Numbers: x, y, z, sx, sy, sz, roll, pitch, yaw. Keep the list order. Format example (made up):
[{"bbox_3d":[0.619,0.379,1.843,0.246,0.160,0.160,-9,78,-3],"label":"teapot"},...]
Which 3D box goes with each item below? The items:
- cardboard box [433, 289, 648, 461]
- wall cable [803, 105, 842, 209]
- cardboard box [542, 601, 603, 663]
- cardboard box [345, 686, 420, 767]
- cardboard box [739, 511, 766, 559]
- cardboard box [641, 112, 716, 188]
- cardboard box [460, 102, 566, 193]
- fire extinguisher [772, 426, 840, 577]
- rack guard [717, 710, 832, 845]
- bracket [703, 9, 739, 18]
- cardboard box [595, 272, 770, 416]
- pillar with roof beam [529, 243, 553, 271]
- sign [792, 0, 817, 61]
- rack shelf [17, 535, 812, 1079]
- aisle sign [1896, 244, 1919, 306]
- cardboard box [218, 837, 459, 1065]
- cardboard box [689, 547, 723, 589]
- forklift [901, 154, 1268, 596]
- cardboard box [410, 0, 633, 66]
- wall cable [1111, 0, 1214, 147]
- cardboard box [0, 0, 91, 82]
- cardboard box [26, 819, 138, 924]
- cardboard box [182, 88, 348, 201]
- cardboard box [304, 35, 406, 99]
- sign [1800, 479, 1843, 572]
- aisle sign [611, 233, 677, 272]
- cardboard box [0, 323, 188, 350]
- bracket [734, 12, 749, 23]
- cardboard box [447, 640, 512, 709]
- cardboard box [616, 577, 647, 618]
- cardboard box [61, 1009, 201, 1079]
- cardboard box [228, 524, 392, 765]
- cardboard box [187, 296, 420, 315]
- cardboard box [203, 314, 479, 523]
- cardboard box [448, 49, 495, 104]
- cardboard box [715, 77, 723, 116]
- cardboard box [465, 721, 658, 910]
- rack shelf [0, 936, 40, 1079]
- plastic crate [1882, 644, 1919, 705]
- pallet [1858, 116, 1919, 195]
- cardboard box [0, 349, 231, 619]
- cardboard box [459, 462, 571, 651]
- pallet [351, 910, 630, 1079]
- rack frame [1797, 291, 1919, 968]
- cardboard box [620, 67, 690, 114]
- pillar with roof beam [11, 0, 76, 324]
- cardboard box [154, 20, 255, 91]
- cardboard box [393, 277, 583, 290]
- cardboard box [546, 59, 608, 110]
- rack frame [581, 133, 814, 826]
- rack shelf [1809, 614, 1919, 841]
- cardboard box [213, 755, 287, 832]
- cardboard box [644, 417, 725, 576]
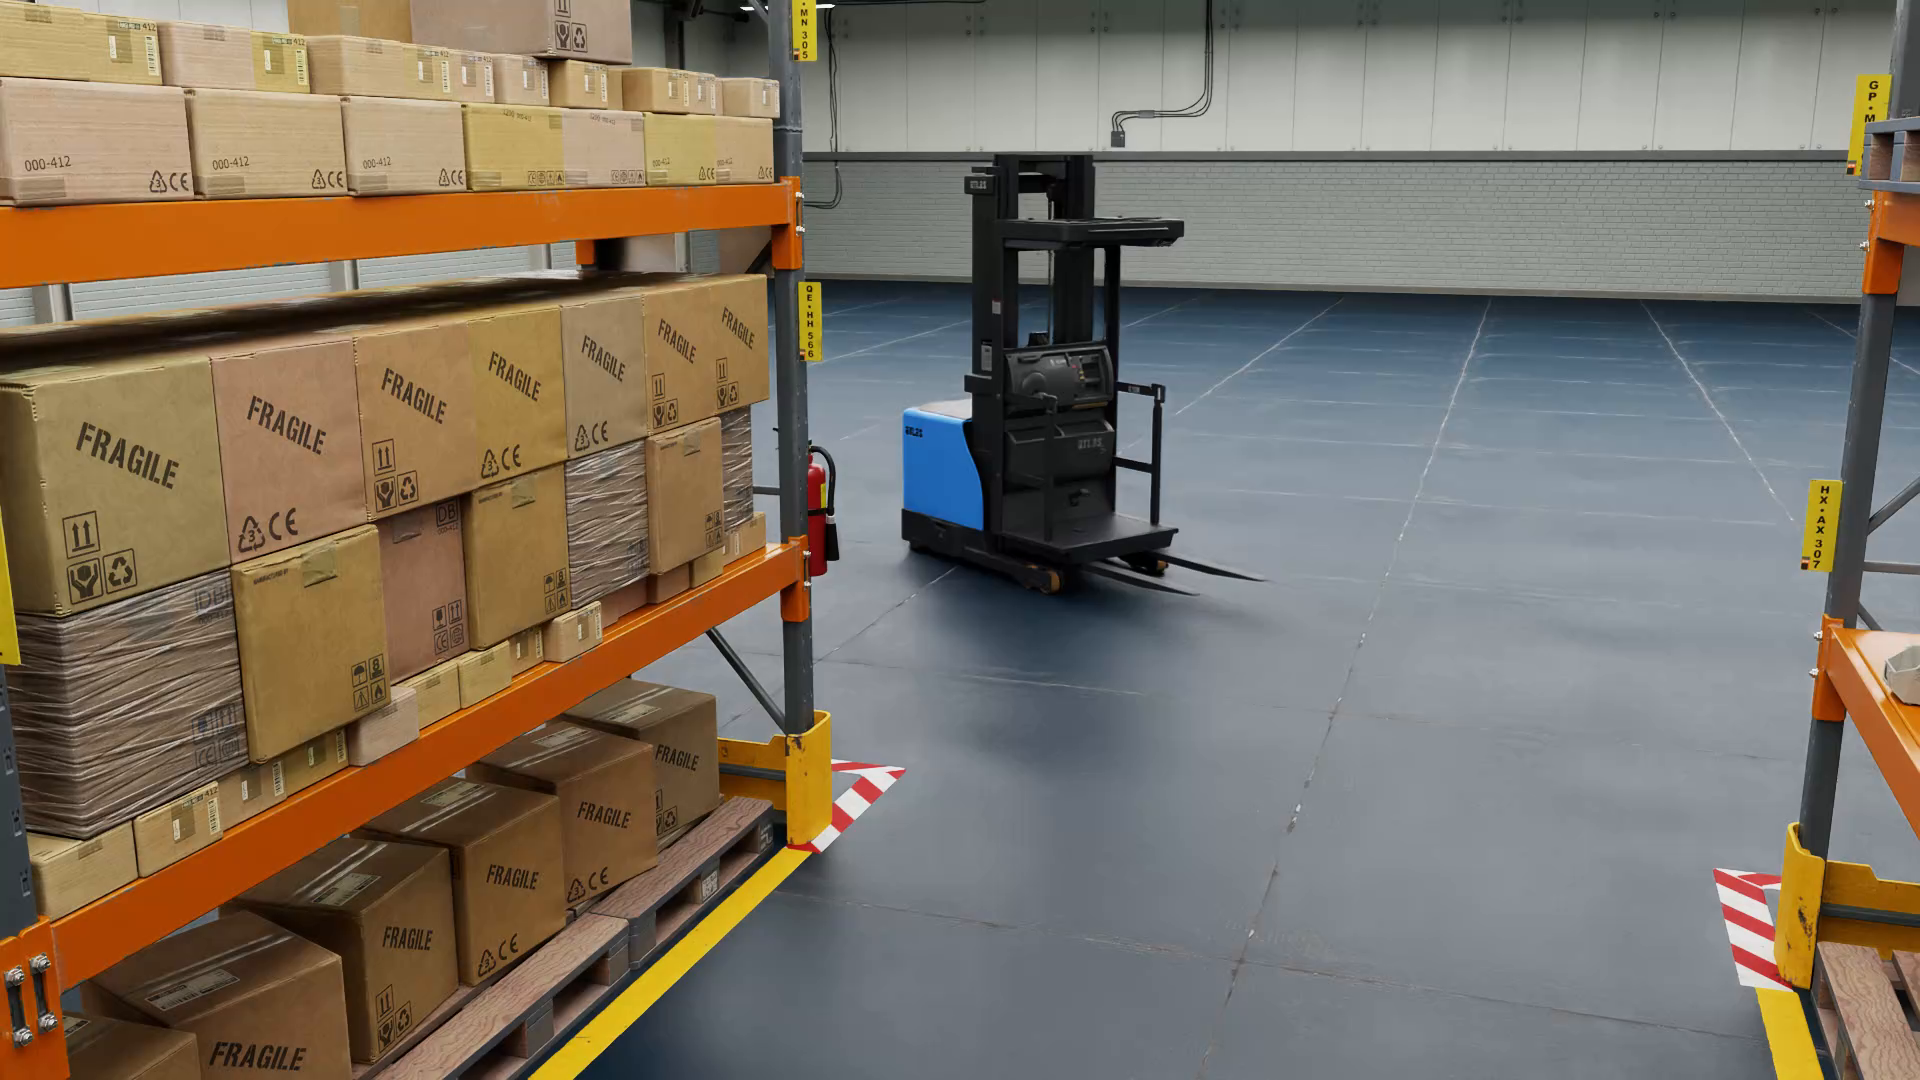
[{"bbox_3d":[-1.404,-0.568,5.596,0.500,0.500,0.500,4,14,18],"label":"cardboard box"},{"bbox_3d":[-4.381,-9.472,41.244,3.097,2.526,0.112,4,14,18],"label":"wall cable"},{"bbox_3d":[-1.422,0.289,5.544,0.380,0.149,0.250,4,14,18],"label":"cardboard box"},{"bbox_3d":[-1.740,0.500,4.619,0.380,0.149,0.250,4,14,18],"label":"cardboard box"},{"bbox_3d":[-1.036,-0.034,6.960,0.380,0.149,0.250,4,14,18],"label":"cardboard box"},{"bbox_3d":[-1.214,-1.395,5.957,0.500,0.250,0.500,4,14,19],"label":"cardboard box"},{"bbox_3d":[-1.546,-1.182,5.021,0.500,0.250,0.500,4,13,17],"label":"cardboard box"},{"bbox_3d":[-0.666,-0.185,7.229,0.296,0.674,0.183,4,14,18],"label":"fire extinguisher"},{"bbox_3d":[-1.164,1.003,7.469,1.175,0.500,0.348,4,14,18],"label":"rack guard"},{"bbox_3d":[-5.540,-12.652,40.110,0.076,0.066,3.189,4,14,18],"label":"bracket"},{"bbox_3d":[-1.084,-0.779,6.520,0.500,0.500,0.500,4,14,18],"label":"cardboard box"},{"bbox_3d":[-4.454,-8.888,31.705,9.100,9.000,0.400,4,14,18],"label":"pillar with roof beam"},{"bbox_3d":[-0.621,-2.081,6.635,0.100,0.325,0.005,4,14,18],"label":"sign"},{"bbox_3d":[-1.787,0.540,5.496,1.077,0.370,4.000,4,14,18],"label":"rack shelf"},{"bbox_3d":[3.293,-1.178,5.568,0.394,0.787,0.004,4,14,18],"label":"aisle sign"},{"bbox_3d":[-1.962,1.286,5.287,0.500,0.500,0.500,3,13,13],"label":"cardboard box"},{"bbox_3d":[-1.150,0.075,6.483,0.380,0.149,0.250,4,14,18],"label":"cardboard box"},{"bbox_3d":[0.837,-1.180,11.571,1.130,2.935,3.031,-9,16,-36],"label":"forklift"},{"bbox_3d":[-1.402,-1.787,5.317,0.500,0.500,0.500,4,14,18],"label":"cardboard box"},{"bbox_3d":[4.596,-11.957,37.511,2.305,6.003,0.169,4,14,18],"label":"wall cable"},{"bbox_3d":[-2.037,-1.019,3.412,0.380,0.149,0.250,4,13,17],"label":"cardboard box"},{"bbox_3d":[-2.080,0.710,3.702,0.380,0.149,0.250,4,14,18],"label":"cardboard box"},{"bbox_3d":[-1.879,-0.966,4.078,0.500,0.250,0.500,4,14,18],"label":"cardboard box"},{"bbox_3d":[-1.700,-1.240,4.381,0.380,0.149,0.250,4,13,17],"label":"cardboard box"},{"bbox_3d":[3.028,-0.050,5.845,0.100,0.325,0.005,4,14,18],"label":"sign"},{"bbox_3d":[-1.403,-1.533,7.123,0.394,0.787,0.004,4,14,18],"label":"aisle sign"},{"bbox_3d":[-2.388,-0.290,4.379,0.500,0.500,0.500,4,14,18],"label":"cardboard box"},{"bbox_3d":[-5.349,-12.777,40.655,0.235,0.232,0.430,4,14,18],"label":"bracket"},{"bbox_3d":[-1.607,0.393,5.090,0.380,0.149,0.250,4,14,18],"label":"cardboard box"},{"bbox_3d":[-1.366,0.176,6.040,0.380,0.149,0.250,4,14,18],"label":"cardboard box"},{"bbox_3d":[-2.266,1.543,4.158,0.500,0.500,0.500,4,13,17],"label":"cardboard box"},{"bbox_3d":[-2.035,0.224,4.372,0.875,0.500,0.500,4,14,18],"label":"cardboard box"},{"bbox_3d":[-2.060,-0.501,5.300,0.500,0.500,0.500,4,14,18],"label":"cardboard box"},{"bbox_3d":[-1.725,-0.357,4.673,0.500,0.500,0.500,4,14,18],"label":"cardboard box"},{"bbox_3d":[-1.600,-1.353,4.875,0.380,0.149,0.250,5,14,20],"label":"cardboard box"},{"bbox_3d":[-1.129,-1.688,6.341,0.380,0.149,0.250,4,13,17],"label":"cardboard box"},{"bbox_3d":[-1.518,1.041,6.359,0.500,0.500,0.500,9,15,33],"label":"cardboard box"},{"bbox_3d":[-3.081,1.383,1.806,1.077,0.370,4.000,4,14,18],"label":"rack shelf"},{"bbox_3d":[2.953,0.419,5.003,0.298,0.136,0.250,4,14,18],"label":"plastic crate"},{"bbox_3d":[3.187,-1.078,4.653,1.003,0.211,1.213,4,14,18],"label":"pallet"},{"bbox_3d":[-2.048,-0.147,3.750,0.500,0.500,0.500,4,14,18],"label":"cardboard box"},{"bbox_3d":[-1.767,0.009,5.313,0.875,0.500,0.500,4,14,18],"label":"cardboard box"},{"bbox_3d":[-1.857,1.569,5.641,1.003,0.211,1.213,4,14,18],"label":"pallet"},{"bbox_3d":[3.547,0.125,5.698,1.000,3.000,0.127,4,14,18],"label":"rack frame"},{"bbox_3d":[-1.173,-1.568,5.815,0.380,0.149,0.250,4,14,19],"label":"cardboard box"},{"bbox_3d":[-8.336,-6.361,20.635,9.100,9.000,0.400,4,14,18],"label":"pillar with roof beam"},{"bbox_3d":[-1.907,-1.136,3.923,0.380,0.149,0.250,4,14,19],"label":"cardboard box"},{"bbox_3d":[-1.744,-0.712,6.225,0.500,0.500,0.500,4,14,18],"label":"cardboard box"},{"bbox_3d":[-1.362,-1.461,5.347,0.380,0.149,0.250,4,13,16],"label":"cardboard box"},{"bbox_3d":[-1.140,-0.231,7.261,1.000,3.000,0.127,4,14,18],"label":"rack frame"},{"bbox_3d":[2.900,0.897,3.933,1.077,0.370,4.000,4,14,18],"label":"rack shelf"},{"bbox_3d":[-1.932,0.603,4.168,0.380,0.149,0.250,4,14,18],"label":"cardboard box"},{"bbox_3d":[-1.392,-0.197,6.219,0.875,0.500,0.500,4,14,18],"label":"cardboard box"}]
